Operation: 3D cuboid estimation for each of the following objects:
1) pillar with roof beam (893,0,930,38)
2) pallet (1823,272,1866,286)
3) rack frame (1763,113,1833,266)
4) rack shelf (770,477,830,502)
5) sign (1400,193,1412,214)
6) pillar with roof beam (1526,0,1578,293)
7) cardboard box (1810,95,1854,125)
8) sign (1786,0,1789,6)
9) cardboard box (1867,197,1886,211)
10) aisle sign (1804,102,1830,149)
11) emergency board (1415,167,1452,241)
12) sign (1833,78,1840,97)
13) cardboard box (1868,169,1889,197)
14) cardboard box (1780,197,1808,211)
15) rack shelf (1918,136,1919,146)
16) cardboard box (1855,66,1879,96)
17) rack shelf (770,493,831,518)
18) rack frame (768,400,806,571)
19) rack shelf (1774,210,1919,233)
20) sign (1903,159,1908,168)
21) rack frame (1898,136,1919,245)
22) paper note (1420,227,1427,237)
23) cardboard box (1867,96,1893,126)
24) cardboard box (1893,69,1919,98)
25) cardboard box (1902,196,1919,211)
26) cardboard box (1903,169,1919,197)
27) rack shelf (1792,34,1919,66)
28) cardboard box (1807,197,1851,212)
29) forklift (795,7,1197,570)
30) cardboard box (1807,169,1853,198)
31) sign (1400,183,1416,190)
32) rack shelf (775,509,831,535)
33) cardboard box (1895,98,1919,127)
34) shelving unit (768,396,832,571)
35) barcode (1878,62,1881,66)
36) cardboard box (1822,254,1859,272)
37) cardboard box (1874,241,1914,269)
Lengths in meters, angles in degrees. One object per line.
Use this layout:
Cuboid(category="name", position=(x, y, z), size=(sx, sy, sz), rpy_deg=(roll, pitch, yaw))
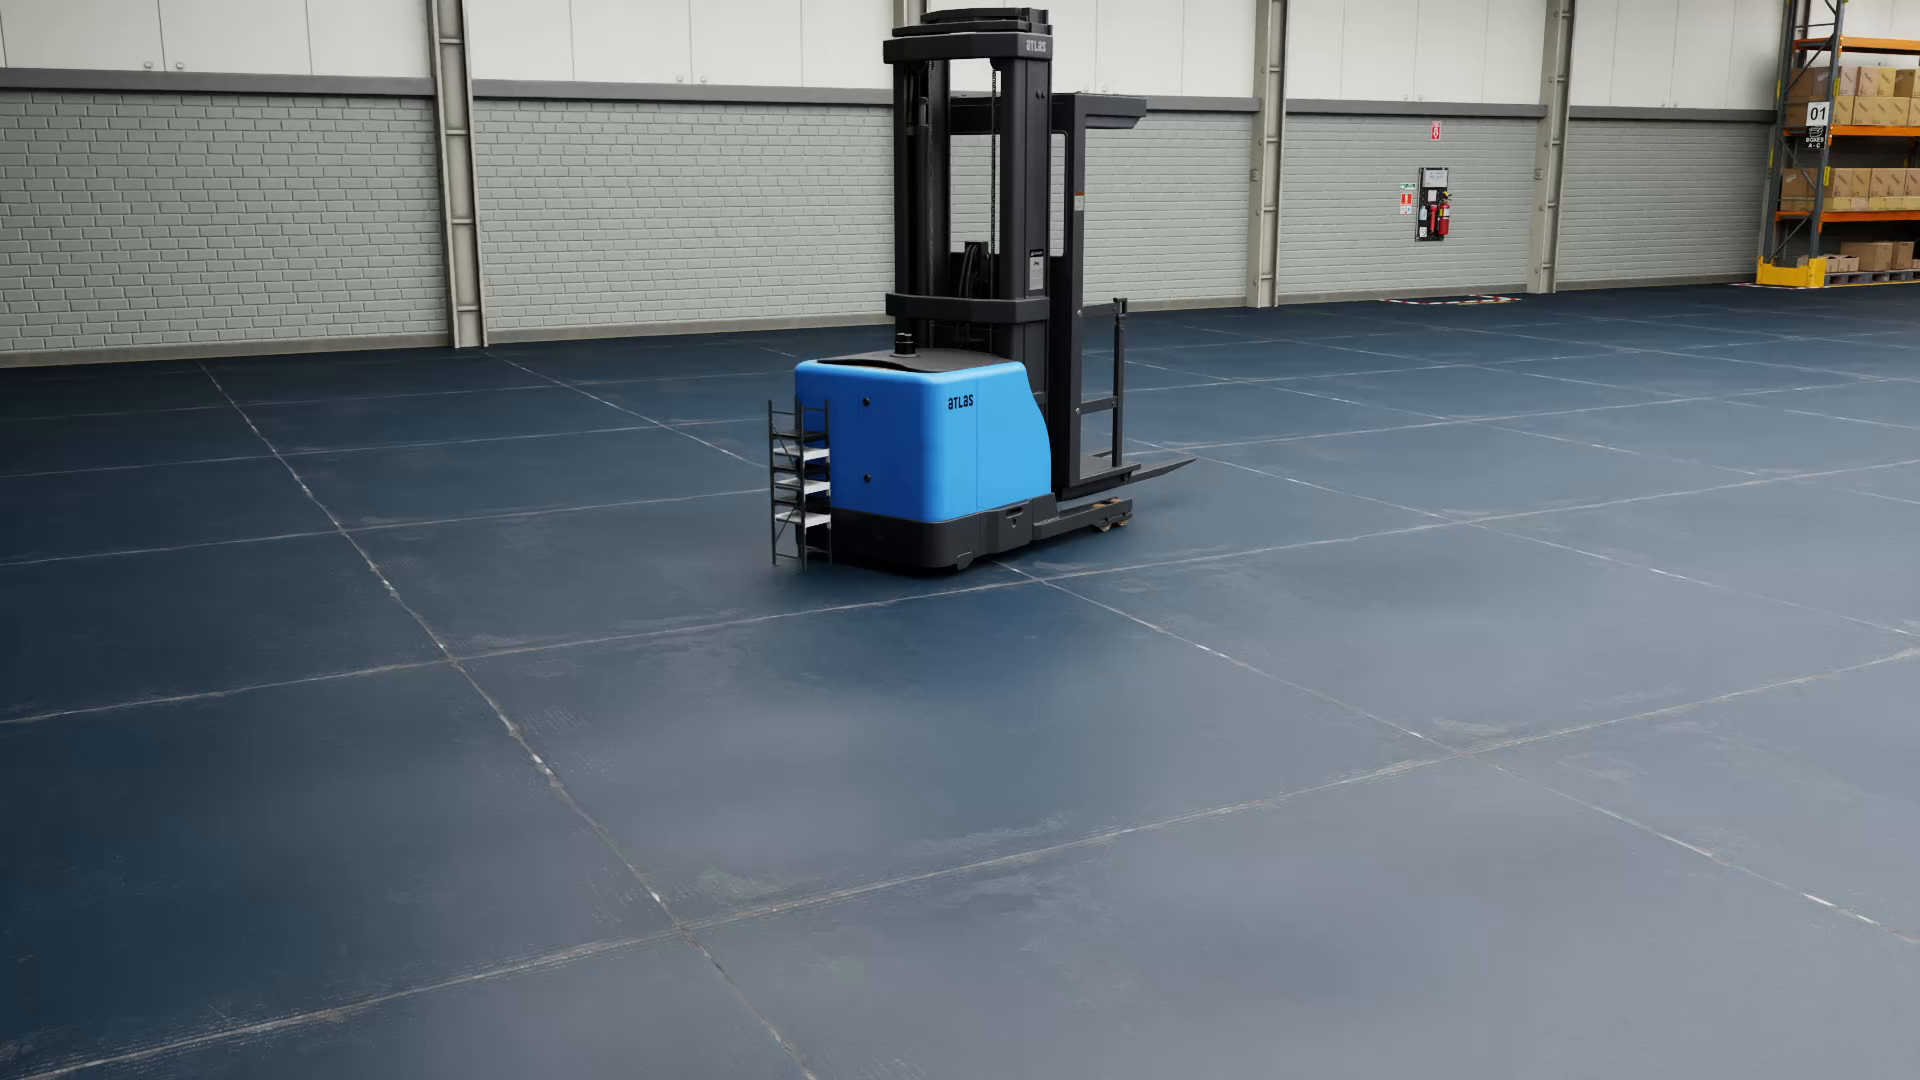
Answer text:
Cuboid(category="pillar with roof beam", position=(1.430, -6.522, 18.095), size=(0.400, 9.000, 9.100), rpy_deg=(-7, 14, -28))
Cuboid(category="pallet", position=(15.763, -4.805, 30.478), size=(1.213, 0.211, 1.003), rpy_deg=(-7, 14, -28))
Cuboid(category="rack frame", position=(14.967, -6.078, 29.787), size=(0.127, 3.000, 1.000), rpy_deg=(-7, 14, -28))
Cuboid(category="rack shelf", position=(-0.857, -0.274, 8.928), size=(0.258, 0.077, 0.200), rpy_deg=(10, 16, 37))
Cuboid(category="sign", position=(7.178, -5.414, 26.753), size=(0.234, 0.329, 0.001), rpy_deg=(-7, 14, -28))
Cuboid(category="pillar with roof beam", position=(11.963, -7.785, 23.705), size=(0.400, 9.000, 9.100), rpy_deg=(-7, 14, -28))
Cuboid(category="cardboard box", position=(15.380, -7.587, 29.386), size=(0.500, 0.500, 0.500), rpy_deg=(-6, 14, -26))
Cuboid(category="sign", position=(14.719, -9.647, 29.493), size=(0.005, 0.325, 0.100), rpy_deg=(-7, 14, -28))
Cuboid(category="cardboard box", position=(16.446, -6.115, 30.245), size=(0.500, 0.250, 0.500), rpy_deg=(-7, 15, -29))
Cuboid(category="aisle sign", position=(15.047, -7.281, 29.211), size=(0.004, 0.787, 0.394), rpy_deg=(-7, 14, -28))
Cuboid(category="emergency board", position=(7.713, -5.435, 26.927), size=(0.643, 1.169, 0.194), rpy_deg=(-7, 14, -28))
Cuboid(category="sign", position=(15.227, -7.864, 28.897), size=(0.005, 0.325, 0.100), rpy_deg=(-7, 14, -28))
Cuboid(category="cardboard box", position=(16.425, -6.476, 30.143), size=(0.500, 0.500, 0.500), rpy_deg=(-7, 15, -30))
Cuboid(category="cardboard box", position=(15.284, -6.102, 30.185), size=(0.500, 0.250, 0.500), rpy_deg=(-7, 14, -27))
Cuboid(category="rack shelf", position=(20.233, -7.822, 32.341), size=(4.000, 0.370, 1.077), rpy_deg=(-7, 14, -28))
Cuboid(category="cardboard box", position=(15.886, -8.125, 29.498), size=(0.500, 0.500, 0.500), rpy_deg=(-7, 14, -29))
Cuboid(category="rack shelf", position=(-0.857, -0.186, 8.948), size=(0.258, 0.077, 0.200), rpy_deg=(10, 16, 37))
Cuboid(category="rack frame", position=(-0.919, -0.289, 8.842), size=(0.240, 0.900, 0.006), rpy_deg=(10, 16, 37))
Cuboid(category="rack shelf", position=(16.722, -5.938, 30.801), size=(4.000, 0.370, 1.077), rpy_deg=(-7, 14, -28))
Cuboid(category="sign", position=(18.208, -7.171, 32.003), size=(0.005, 0.325, 0.100), rpy_deg=(-7, 14, -28))
Cuboid(category="rack frame", position=(18.478, -6.499, 31.656), size=(0.127, 3.000, 1.000), rpy_deg=(-7, 14, -28))
Cuboid(category="paper note", position=(7.524, -5.000, 27.000), size=(0.142, 0.148, 0.016), rpy_deg=(-7, 14, -28))
Cuboid(category="cardboard box", position=(16.322, -7.692, 29.853), size=(0.500, 0.500, 0.500), rpy_deg=(-6, 14, -25))
Cuboid(category="cardboard box", position=(17.238, -8.287, 30.220), size=(0.500, 0.500, 0.500), rpy_deg=(-7, 15, -30))
Cuboid(category="cardboard box", position=(17.332, -6.221, 30.716), size=(0.500, 0.250, 0.500), rpy_deg=(-7, 14, -28))
Cuboid(category="cardboard box", position=(17.328, -6.588, 30.638), size=(0.500, 0.500, 0.500), rpy_deg=(-7, 15, -29))
Cuboid(category="rack shelf", position=(16.722, -8.863, 30.142), size=(4.000, 0.370, 1.077), rpy_deg=(-7, 14, -28))
Cuboid(category="cardboard box", position=(15.547, -6.005, 29.757), size=(0.500, 0.250, 0.500), rpy_deg=(-7, 15, -29))
Cuboid(category="forklift", position=(0.383, -1.539, 9.773), size=(1.130, 2.935, 3.031), rpy_deg=(10, 16, 37))
Cuboid(category="cardboard box", position=(15.530, -6.373, 29.684), size=(0.500, 0.500, 0.500), rpy_deg=(-7, 14, -28))
Cuboid(category="sign", position=(7.186, -5.671, 26.690), size=(0.331, 0.109, 0.001), rpy_deg=(-7, 14, -28))
Cuboid(category="rack shelf", position=(-0.857, -0.098, 8.968), size=(0.258, 0.077, 0.200), rpy_deg=(10, 16, 37))
Cuboid(category="cardboard box", position=(17.234, -7.804, 30.349), size=(0.500, 0.500, 0.500), rpy_deg=(-7, 15, -30))
Cuboid(category="shelving unit", position=(-0.857, -0.306, 8.921), size=(0.258, 0.900, 0.210), rpy_deg=(10, 16, 37))
Cuboid(category="barcode", position=(17.051, -8.826, 30.837), size=(0.075, 0.075, 0.001), rpy_deg=(-7, 14, -28))
Cuboid(category="cardboard box", position=(16.117, -5.097, 30.546), size=(0.500, 0.311, 0.500), rpy_deg=(-6, 14, -23))
Cuboid(category="cardboard box", position=(17.586, -5.378, 31.363), size=(0.500, 0.500, 0.500), rpy_deg=(-8, 15, -32))
